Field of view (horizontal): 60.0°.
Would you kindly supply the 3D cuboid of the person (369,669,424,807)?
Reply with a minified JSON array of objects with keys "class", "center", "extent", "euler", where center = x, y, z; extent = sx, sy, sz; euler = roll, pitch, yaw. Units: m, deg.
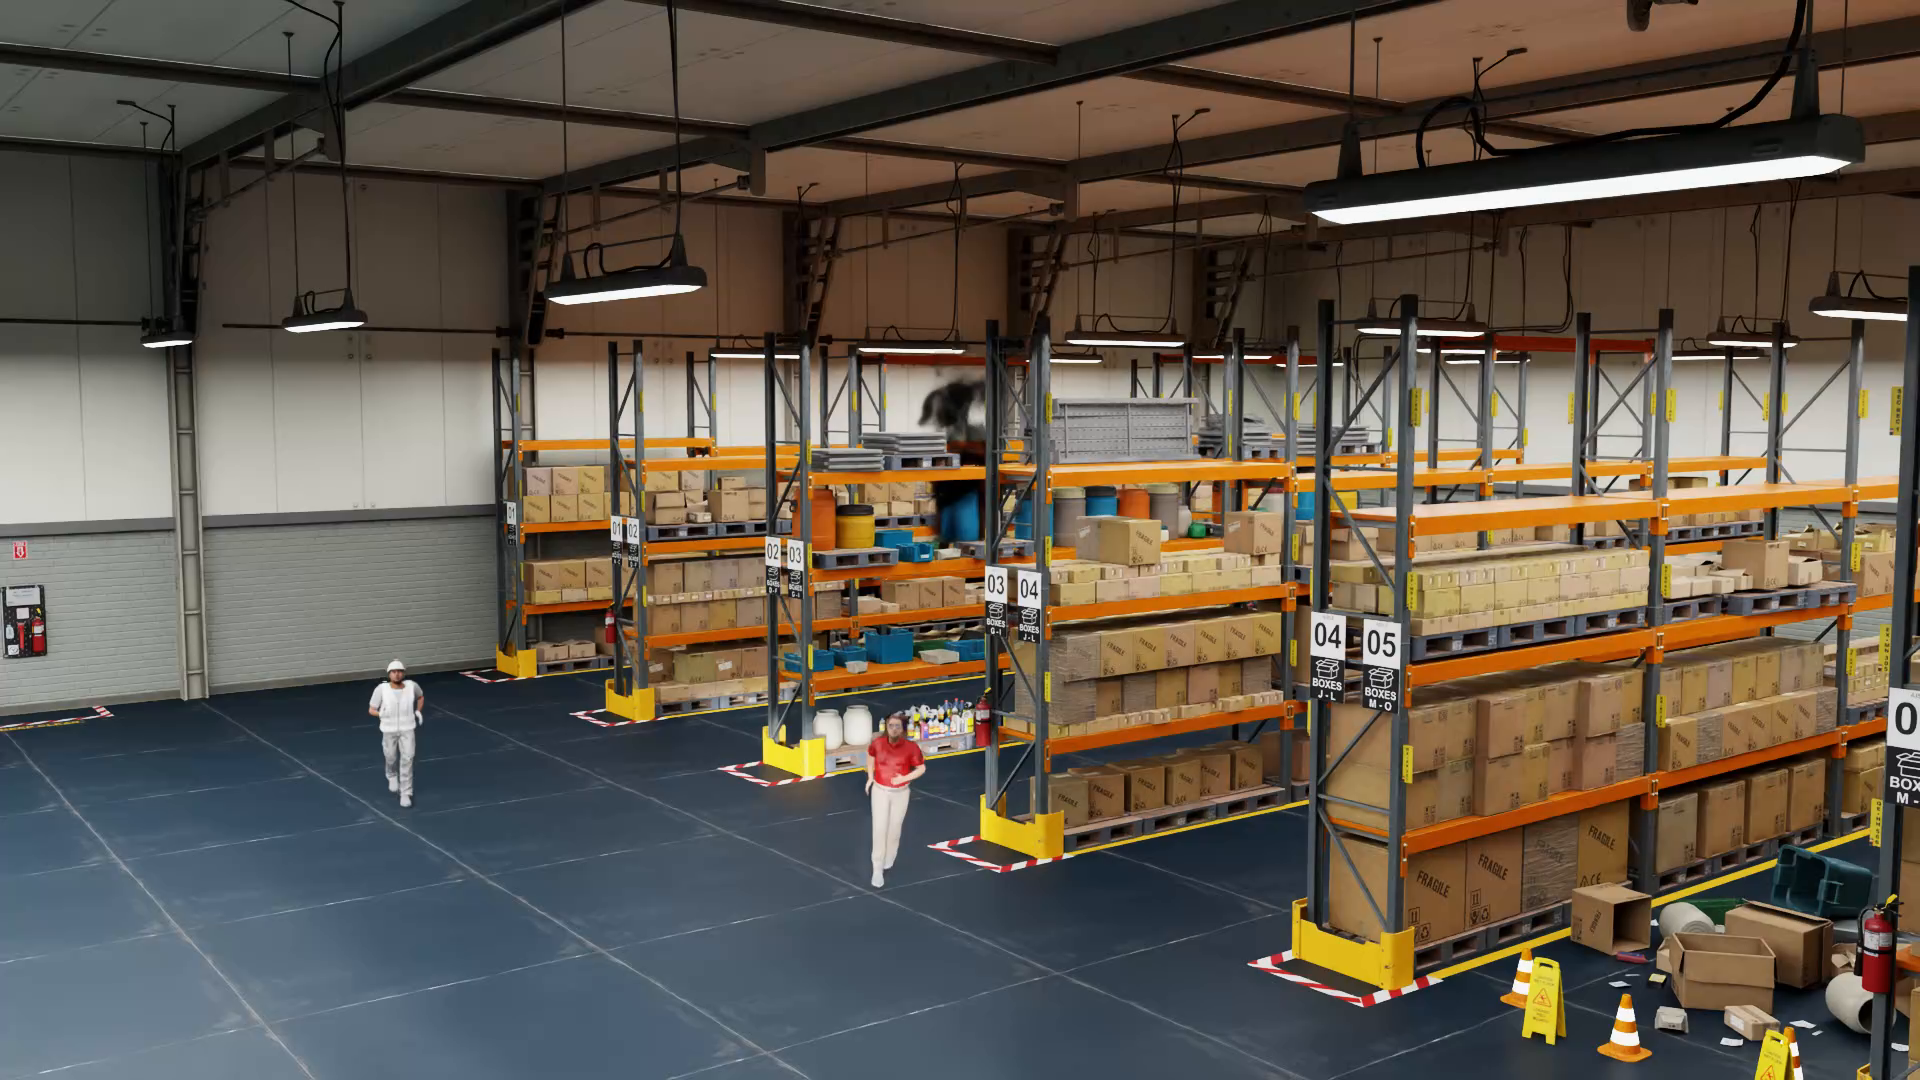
[{"class":"person","center":[-7.086,2.424,20.973],"extent":[0.681,1.739,0.982],"euler":[-2,5,-22]}]

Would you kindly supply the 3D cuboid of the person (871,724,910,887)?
[{"class":"person","center":[-0.738,2.759,17.716],"extent":[0.412,1.648,0.932],"euler":[0,5,1]}]
